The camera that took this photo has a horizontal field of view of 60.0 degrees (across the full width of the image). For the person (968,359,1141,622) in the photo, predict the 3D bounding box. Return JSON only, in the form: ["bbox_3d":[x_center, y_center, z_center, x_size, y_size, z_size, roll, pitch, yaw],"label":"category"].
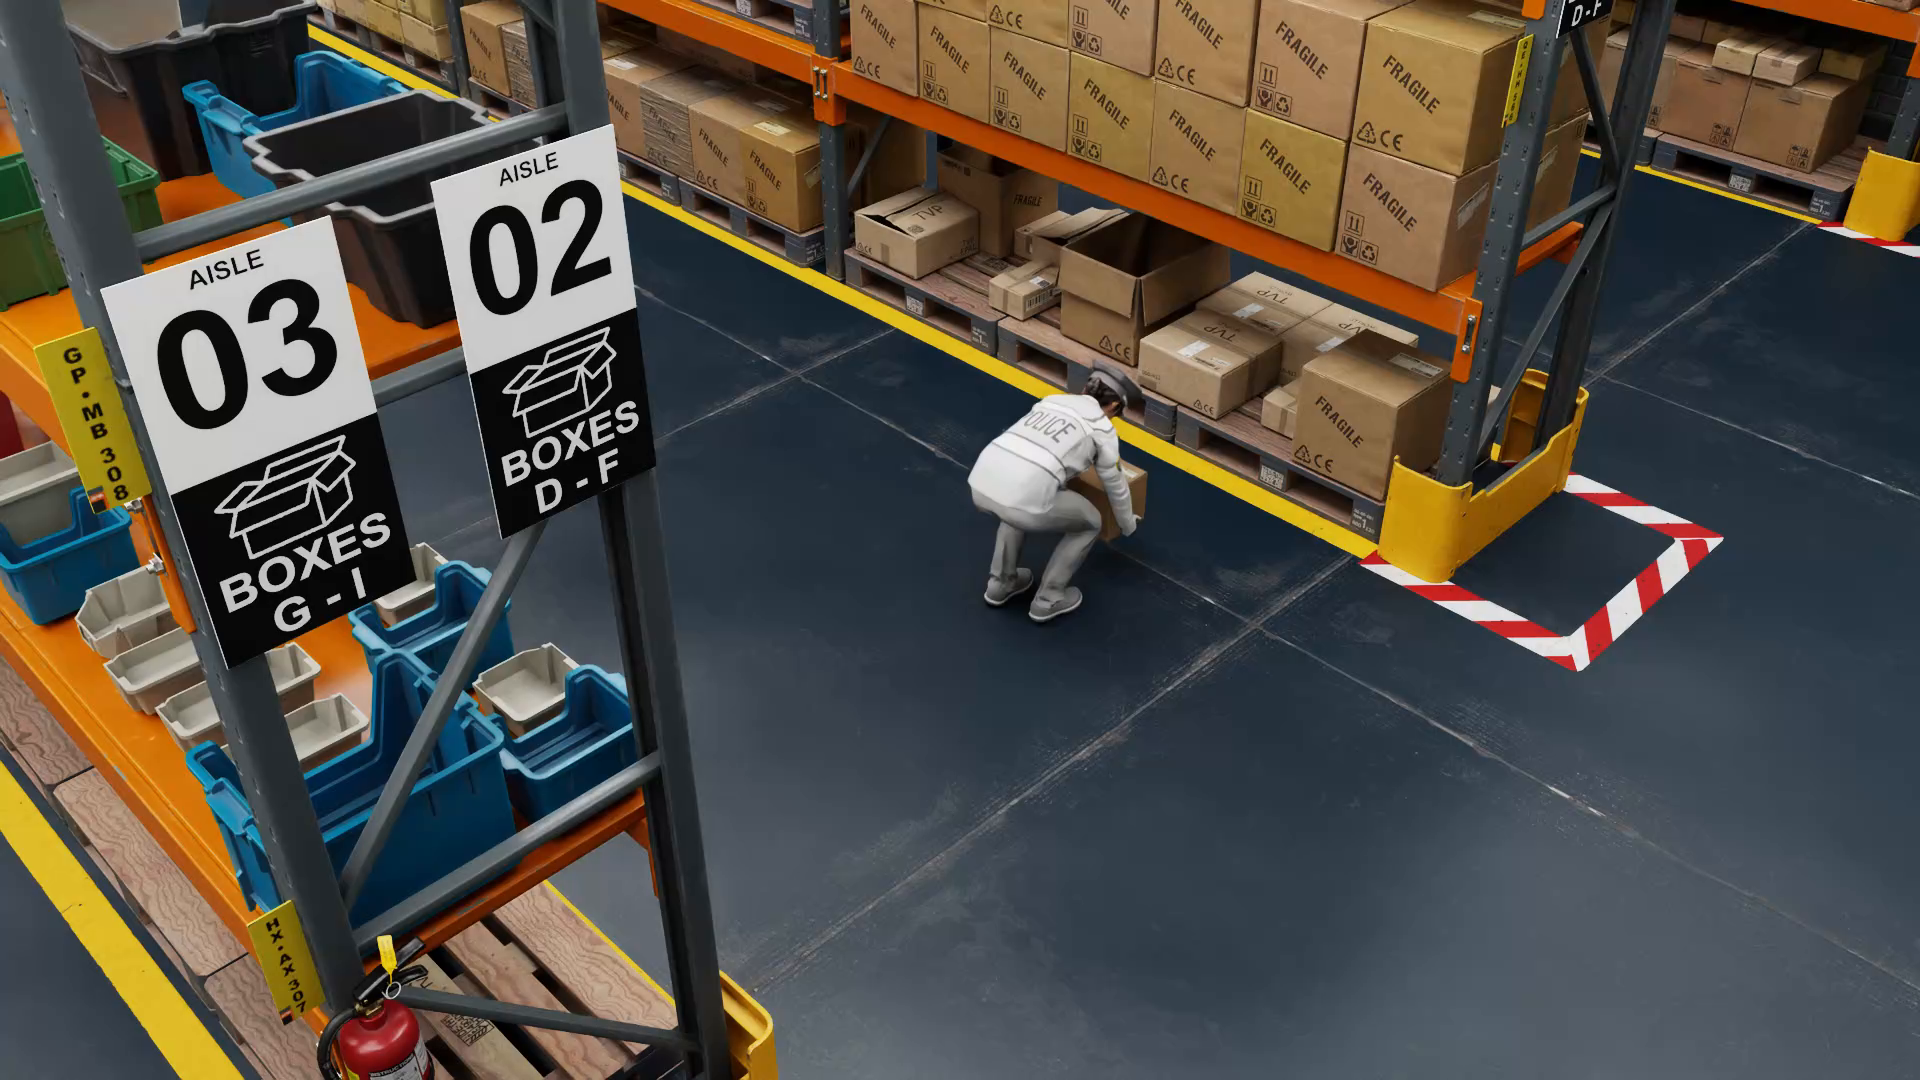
[{"bbox_3d":[0.412,-0.197,7.002,0.460,0.991,0.917,28,44,33],"label":"person"}]
